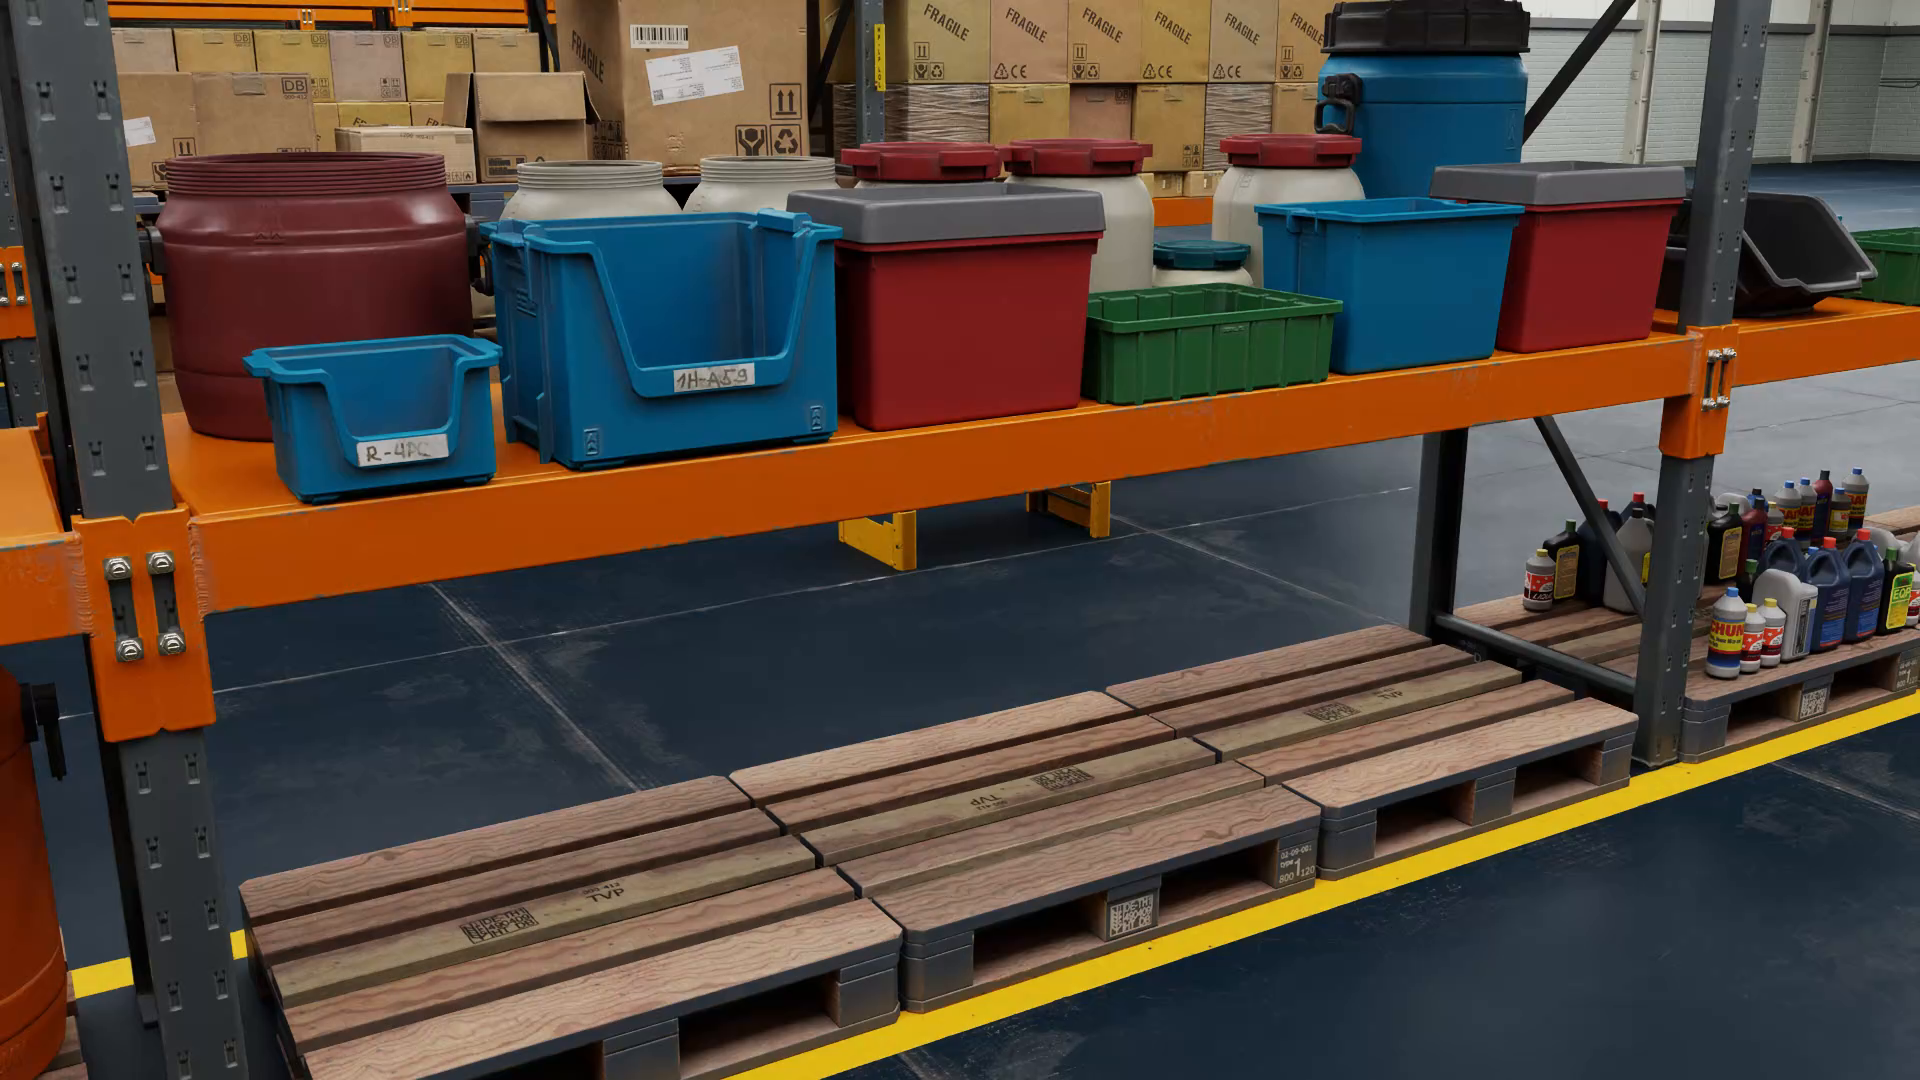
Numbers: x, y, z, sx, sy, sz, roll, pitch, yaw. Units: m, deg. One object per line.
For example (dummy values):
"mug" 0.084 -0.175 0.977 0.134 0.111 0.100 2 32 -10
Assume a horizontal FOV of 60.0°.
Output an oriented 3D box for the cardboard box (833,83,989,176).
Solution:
"cardboard box" -0.279 -2.266 9.200 0.500 0.500 0.875 -9 18 -30

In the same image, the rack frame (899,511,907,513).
"rack frame" -0.363 -0.663 6.998 0.032 1.500 0.500 -9 18 -30

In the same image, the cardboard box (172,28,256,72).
"cardboard box" -5.332 -3.364 11.816 0.500 0.500 0.700 -10 18 -31

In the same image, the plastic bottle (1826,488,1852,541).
"plastic bottle" 3.479 -0.107 6.602 0.097 0.201 0.097 0 16 0

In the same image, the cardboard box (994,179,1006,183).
"cardboard box" 0.063 -1.939 9.234 0.250 0.149 0.380 -9 18 -30

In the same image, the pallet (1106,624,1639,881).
"pallet" 1.201 0.580 4.948 1.213 0.211 1.003 -9 18 -30

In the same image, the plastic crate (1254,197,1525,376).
"plastic crate" 1.068 -0.647 4.192 0.575 0.384 0.392 -9 18 -30

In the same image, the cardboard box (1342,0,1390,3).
"cardboard box" 2.388 -3.122 10.400 0.500 0.500 0.500 -9 18 -30

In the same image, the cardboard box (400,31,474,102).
"cardboard box" -4.027 -3.575 12.569 0.500 0.500 0.700 -10 18 -31

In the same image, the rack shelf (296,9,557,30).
"rack shelf" -6.646 -6.843 22.040 4.000 0.370 1.077 -9 18 -30

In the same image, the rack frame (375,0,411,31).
"rack frame" -5.801 -4.319 17.261 0.127 3.000 1.000 -9 18 -30

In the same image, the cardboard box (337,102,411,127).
"cardboard box" -4.341 -2.961 12.231 0.500 0.500 0.500 -9 18 -29

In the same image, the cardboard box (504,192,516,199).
"cardboard box" -4.703 -3.655 17.819 0.500 0.500 0.500 -8 18 -27

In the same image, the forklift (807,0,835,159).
"forklift" -1.618 -2.594 11.232 3.031 2.935 1.130 -9 18 -29

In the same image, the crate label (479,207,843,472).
"crate label" -0.584 -0.417 3.275 0.616 0.435 0.502 -9 18 -30

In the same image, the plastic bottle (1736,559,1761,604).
"plastic bottle" 2.560 0.197 5.367 0.133 0.283 0.061 -9 18 -30

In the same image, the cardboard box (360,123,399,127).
"cardboard box" -2.835 -1.902 8.109 0.258 0.266 0.396 -10 18 -31

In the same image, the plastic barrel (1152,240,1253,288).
"plastic barrel" 0.640 -0.665 4.482 0.301 0.262 0.301 0 16 0

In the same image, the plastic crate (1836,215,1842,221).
"plastic crate" 2.663 -1.026 5.786 0.616 0.251 0.499 -9 18 -30

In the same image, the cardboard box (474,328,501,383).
"cardboard box" -2.132 -0.814 8.574 0.500 0.500 0.700 -11 19 -34

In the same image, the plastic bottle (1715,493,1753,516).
"plastic bottle" 2.840 -0.030 6.192 0.135 0.276 0.152 -9 18 -29

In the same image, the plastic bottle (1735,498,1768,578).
"plastic bottle" 2.895 -0.009 6.103 0.133 0.283 0.061 -9 18 -30

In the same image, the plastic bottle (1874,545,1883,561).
"plastic bottle" 3.028 0.150 5.558 0.097 0.271 0.097 0 16 0

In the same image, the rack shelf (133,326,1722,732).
"rack shelf" 0.139 -0.256 4.099 4.000 0.370 1.077 -9 18 -30

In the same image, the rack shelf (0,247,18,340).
"rack shelf" -5.840 -0.846 6.203 4.000 0.370 1.077 -9 18 -30

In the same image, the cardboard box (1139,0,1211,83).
"cardboard box" 1.099 -2.914 9.660 0.500 0.500 0.500 -9 18 -30

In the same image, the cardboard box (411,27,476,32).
"cardboard box" -5.312 -5.003 17.112 0.500 0.500 0.700 -9 18 -30

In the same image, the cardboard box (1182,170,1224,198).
"cardboard box" 1.362 -2.141 9.957 0.250 0.149 0.380 -9 18 -30

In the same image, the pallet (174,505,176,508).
"pallet" -3.455 -0.236 7.861 1.213 0.211 1.003 -9 18 -30

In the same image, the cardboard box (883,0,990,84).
"cardboard box" -0.180 -2.703 8.906 0.500 0.500 0.500 -9 18 -30

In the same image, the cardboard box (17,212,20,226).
"cardboard box" -11.247 -4.053 19.934 0.625 0.625 0.875 -9 18 -28

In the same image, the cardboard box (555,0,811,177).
"cardboard box" -1.450 -2.439 8.665 1.000 1.000 1.000 -9 18 -29

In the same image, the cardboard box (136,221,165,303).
"cardboard box" -6.025 -1.815 11.717 0.750 0.750 1.050 -9 18 -30

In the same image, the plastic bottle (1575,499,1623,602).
"plastic bottle" 2.257 0.027 5.849 0.185 0.351 0.144 -10 18 -31

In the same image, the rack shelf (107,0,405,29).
"rack shelf" -7.515 -5.139 15.961 4.000 0.370 1.077 -9 18 -30

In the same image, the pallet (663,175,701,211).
"pallet" -1.427 -1.861 8.848 1.213 0.211 1.003 -9 18 -30

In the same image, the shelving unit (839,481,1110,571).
"shelving unit" 0.065 -0.733 7.245 1.083 1.500 0.587 -9 18 -30

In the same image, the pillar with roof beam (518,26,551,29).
"pillar with roof beam" -3.775 -8.028 19.375 0.400 9.000 9.100 -9 18 -30

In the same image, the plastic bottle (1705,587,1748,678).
"plastic bottle" 2.353 0.279 5.099 0.097 0.271 0.097 0 16 0

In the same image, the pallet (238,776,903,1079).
"pallet" -0.891 0.920 3.738 1.213 0.211 1.003 -9 18 -30

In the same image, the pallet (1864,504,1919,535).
"pallet" 4.542 0.039 6.878 1.213 0.211 1.003 -9 18 -30

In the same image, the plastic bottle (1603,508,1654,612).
"plastic bottle" 2.332 0.060 5.730 0.185 0.351 0.144 -9 18 -30

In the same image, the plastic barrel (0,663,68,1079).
"plastic barrel" -1.986 0.590 2.989 0.708 0.830 0.600 -9 18 -30

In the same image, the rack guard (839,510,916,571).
"rack guard" -0.362 -0.062 7.167 0.087 0.250 0.587 -9 18 -30

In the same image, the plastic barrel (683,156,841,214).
"plastic barrel" -0.442 -0.629 3.890 0.421 0.512 0.421 0 16 0

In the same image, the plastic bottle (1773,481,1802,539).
"plastic bottle" 3.188 -0.093 6.424 0.097 0.271 0.097 0 16 0

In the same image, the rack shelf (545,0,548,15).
"rack shelf" -1.450 -4.564 13.909 4.000 0.370 1.077 -9 18 -30

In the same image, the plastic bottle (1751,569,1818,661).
"plastic bottle" 2.616 0.225 5.281 0.135 0.276 0.152 -8 18 -28

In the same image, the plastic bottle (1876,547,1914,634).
"plastic bottle" 3.084 0.160 5.500 0.133 0.283 0.061 -8 18 -27

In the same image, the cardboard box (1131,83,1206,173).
"cardboard box" 0.994 -2.480 9.964 0.500 0.500 0.875 -9 18 -30

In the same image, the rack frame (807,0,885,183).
"rack frame" -0.697 -2.026 9.082 0.127 3.000 1.000 -9 18 -30
